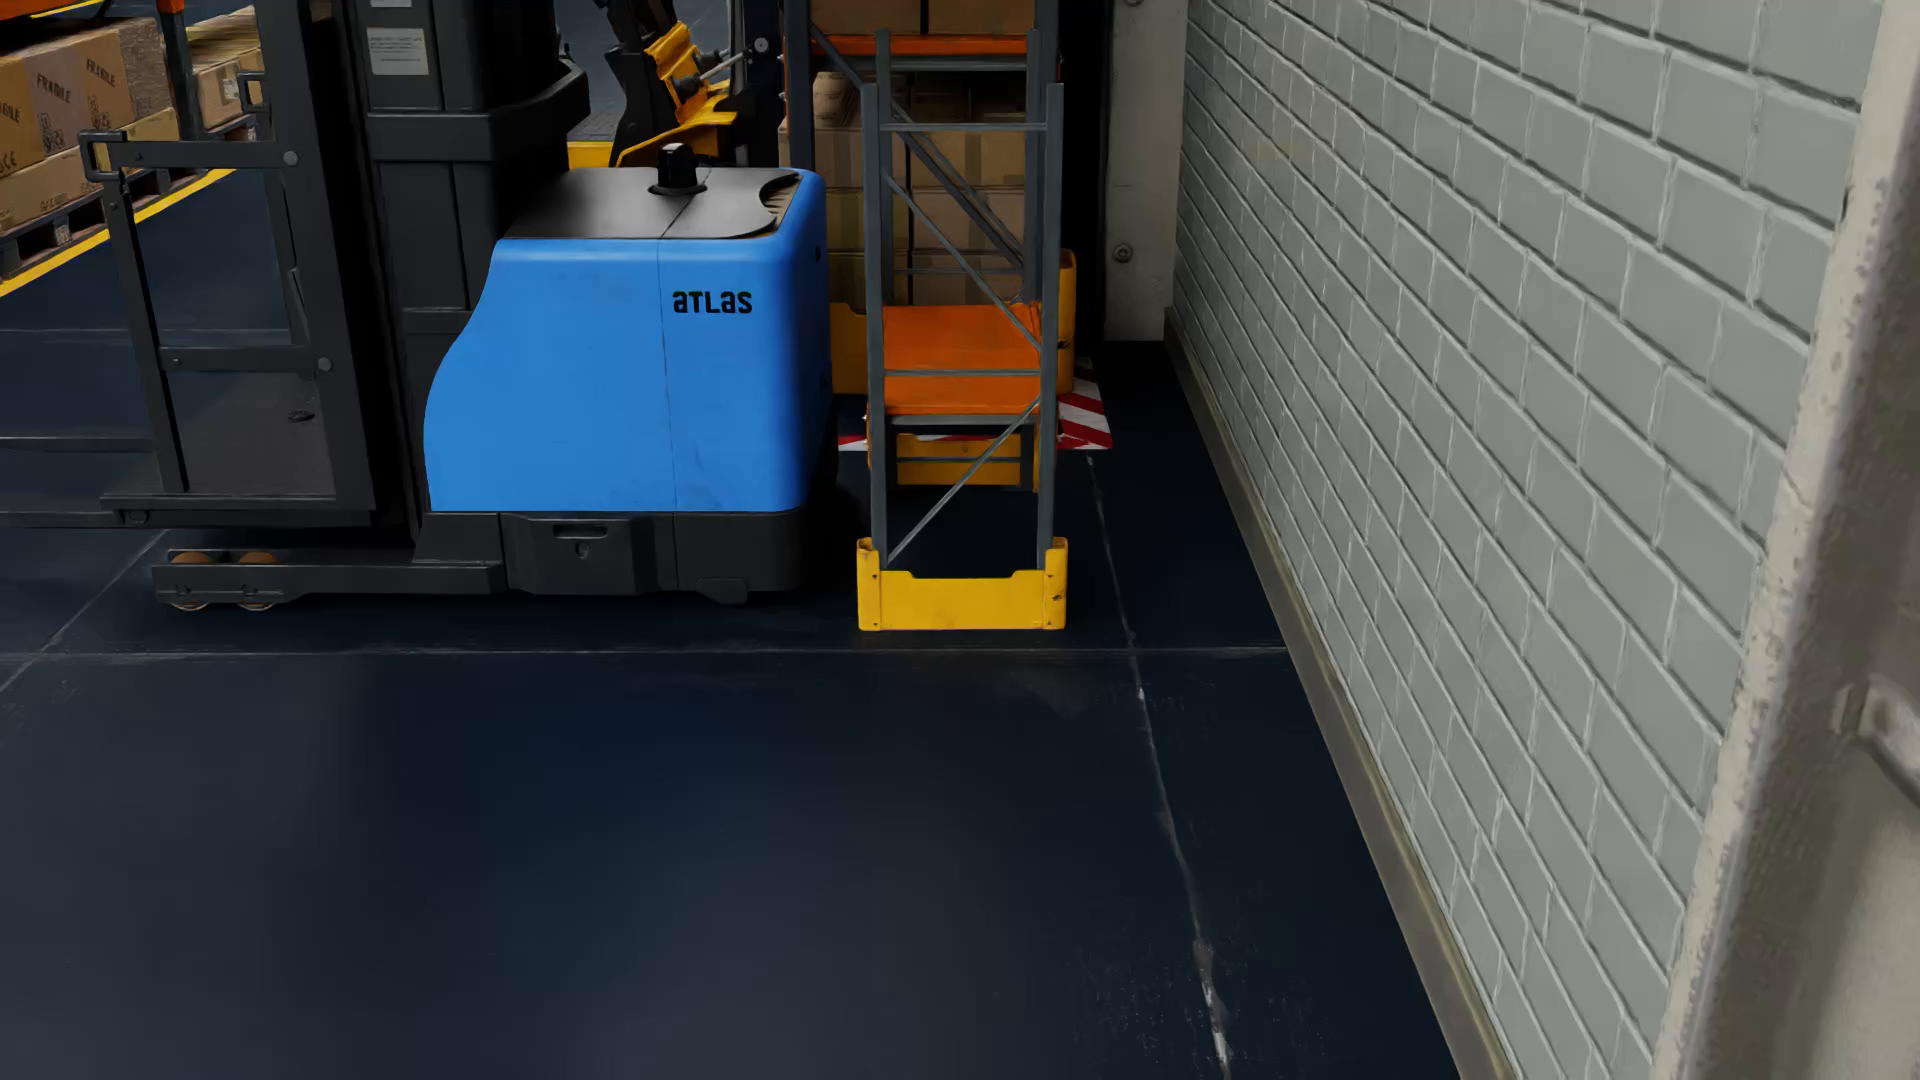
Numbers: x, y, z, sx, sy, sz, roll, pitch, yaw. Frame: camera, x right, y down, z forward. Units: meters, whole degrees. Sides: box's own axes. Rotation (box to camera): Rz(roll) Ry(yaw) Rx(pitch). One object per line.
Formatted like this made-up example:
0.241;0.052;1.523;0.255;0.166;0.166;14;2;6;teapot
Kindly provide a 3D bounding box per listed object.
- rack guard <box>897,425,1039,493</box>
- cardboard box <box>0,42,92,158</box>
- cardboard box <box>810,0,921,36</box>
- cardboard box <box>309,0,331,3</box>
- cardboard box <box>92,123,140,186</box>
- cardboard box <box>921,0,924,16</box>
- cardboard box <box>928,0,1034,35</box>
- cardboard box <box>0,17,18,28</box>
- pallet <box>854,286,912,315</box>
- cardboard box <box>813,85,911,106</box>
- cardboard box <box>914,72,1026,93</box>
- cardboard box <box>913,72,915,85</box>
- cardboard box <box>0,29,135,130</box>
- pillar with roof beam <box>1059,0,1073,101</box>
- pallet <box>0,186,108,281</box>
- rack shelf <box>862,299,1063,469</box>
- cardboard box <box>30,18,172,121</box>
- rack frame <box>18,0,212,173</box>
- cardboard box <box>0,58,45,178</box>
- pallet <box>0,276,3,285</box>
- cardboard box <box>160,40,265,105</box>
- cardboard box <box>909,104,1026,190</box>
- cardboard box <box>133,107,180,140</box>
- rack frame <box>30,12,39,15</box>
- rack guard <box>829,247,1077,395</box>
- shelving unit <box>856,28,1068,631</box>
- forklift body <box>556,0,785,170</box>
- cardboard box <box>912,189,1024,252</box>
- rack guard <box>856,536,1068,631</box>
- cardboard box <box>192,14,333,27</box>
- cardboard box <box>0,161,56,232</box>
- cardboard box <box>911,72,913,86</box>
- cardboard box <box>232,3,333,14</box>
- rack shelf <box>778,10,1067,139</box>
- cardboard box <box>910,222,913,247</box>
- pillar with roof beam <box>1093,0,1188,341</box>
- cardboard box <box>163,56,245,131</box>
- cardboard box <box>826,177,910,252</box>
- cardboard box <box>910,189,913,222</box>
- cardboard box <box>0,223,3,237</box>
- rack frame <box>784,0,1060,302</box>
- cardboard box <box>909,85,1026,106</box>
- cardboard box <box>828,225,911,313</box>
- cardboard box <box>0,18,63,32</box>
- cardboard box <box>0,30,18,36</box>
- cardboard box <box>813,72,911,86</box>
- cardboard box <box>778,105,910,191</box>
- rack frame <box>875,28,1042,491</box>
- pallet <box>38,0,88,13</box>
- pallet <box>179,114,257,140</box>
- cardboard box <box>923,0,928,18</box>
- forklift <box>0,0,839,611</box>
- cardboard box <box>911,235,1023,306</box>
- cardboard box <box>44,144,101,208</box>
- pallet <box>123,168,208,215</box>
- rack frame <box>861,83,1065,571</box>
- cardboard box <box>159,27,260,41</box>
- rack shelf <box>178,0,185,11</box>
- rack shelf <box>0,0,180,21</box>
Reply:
-0.005;-0.288;5.583;0.587;0.250;0.087;0;24;-1;rack guard
-4.858;-2.255;8.512;0.500;0.500;0.500;1;24;2;cardboard box
-0.407;-2.260;6.485;0.500;0.500;0.500;-1;24;-2;cardboard box
-5.114;-4.793;14.277;0.875;0.875;0.875;0;24;-1;cardboard box
-4.855;-2.114;9.110;0.500;0.250;0.500;-1;24;-2;cardboard box
-0.404;-2.473;6.958;0.500;0.500;0.500;0;24;1;cardboard box
0.133;-2.263;6.493;0.500;0.500;0.500;1;24;1;cardboard box
-5.469;-2.916;9.188;0.380;0.149;0.250;0;24;0;cardboard box
-0.190;-1.057;7.331;1.003;0.211;1.213;0;24;-1;pallet
-0.468;-1.805;7.215;0.500;0.250;0.500;0;24;0;cardboard box
0.041;-2.017;7.684;0.500;0.250;0.500;0;24;-1;cardboard box
-0.479;-2.438;8.615;0.500;0.250;0.500;1;24;1;cardboard box
-4.864;-2.465;8.977;0.500;0.500;0.500;0;24;0;cardboard box
-3.616;-7.490;10.890;9.100;9.000;0.400;0;24;-1;pillar with roof beam
-5.087;-1.586;8.500;1.003;0.211;1.213;0;24;-1;pallet
0.001;-0.484;4.937;0.538;0.185;1.000;0;24;-1;rack shelf
-4.872;-2.674;9.440;0.500;0.500;0.500;-1;24;-1;cardboard box
-5.146;-3.637;9.651;1.000;3.000;0.127;0;24;-1;rack frame
-4.843;-2.034;8.025;0.500;0.500;0.500;0;24;0;cardboard box
-5.077;-1.084;7.391;1.003;0.211;1.213;0;24;-1;pallet
-5.166;-3.143;11.239;0.950;0.372;0.625;1;24;3;cardboard box
0.045;-1.605;6.773;0.500;0.250;0.500;-1;24;-1;cardboard box
-4.871;-2.333;9.595;0.500;0.250;0.500;1;24;2;cardboard box
-10.182;-6.869;16.799;1.000;3.000;0.127;0;24;-1;rack frame
-0.139;-0.864;6.553;1.175;0.500;0.348;0;24;-1;rack guard
0.001;-0.652;4.871;0.587;1.500;1.083;0;24;-1;shelving unit
-1.984;-2.399;7.944;2.313;2.155;1.214;0;24;-1;forklift body
0.063;-1.373;6.867;0.500;0.250;0.500;0;24;0;cardboard box
0.006;0.123;4.675;0.587;0.250;0.087;0;24;-1;rack guard
-5.178;-3.742;12.563;0.950;0.372;0.625;-1;24;-2;cardboard box
-4.852;-1.696;8.187;0.500;0.250;0.500;1;24;3;cardboard box
-0.481;-2.222;8.137;0.500;0.250;0.500;-1;24;-2;cardboard box
-5.194;-4.046;13.236;0.950;0.372;0.625;-2;24;-4;cardboard box
-0.161;-2.509;8.030;1.077;0.370;4.000;0;24;-1;rack shelf
-0.456;-1.348;7.418;0.500;0.250;0.500;0;24;-1;cardboard box
-3.550;-5.017;5.424;9.100;9.000;0.400;0;24;-1;pillar with roof beam
-5.155;-2.847;10.584;0.950;0.372;0.625;0;24;0;cardboard box
-0.457;-1.378;6.877;0.500;0.250;0.500;-1;24;-1;cardboard box
-0.452;-1.585;7.334;0.500;0.250;0.500;0;24;-1;cardboard box
-4.833;-1.471;7.690;0.500;0.250;0.500;1;24;1;cardboard box
-0.139;-2.012;6.060;1.000;3.000;0.127;0;24;-1;rack frame
0.036;-1.811;7.229;0.500;0.250;0.500;0;24;0;cardboard box
-0.460;-1.143;6.965;0.500;0.250;0.500;0;24;0;cardboard box
-5.410;-2.673;9.437;0.500;0.500;0.500;1;24;2;cardboard box
-5.392;-2.452;8.949;0.500;0.500;0.500;1;24;2;cardboard box
-0.483;-2.013;7.675;0.500;0.250;0.500;0;24;0;cardboard box
-0.456;-1.595;6.750;0.500;0.250;0.500;1;24;1;cardboard box
-0.005;-0.858;5.326;0.500;1.500;0.032;0;24;-1;rack frame
-10.225;-5.876;17.985;1.003;0.211;1.213;0;24;-1;pallet
-5.156;-2.687;10.935;1.003;0.211;1.213;0;24;-1;pallet
0.105;-2.478;6.968;0.500;0.500;0.500;0;24;1;cardboard box
-1.931;-1.348;4.674;3.031;2.935;1.130;0;24;1;forklift
0.051;-1.154;6.989;0.500;0.250;0.500;0;24;0;cardboard box
-4.854;-1.904;8.647;0.500;0.250;0.500;0;24;0;cardboard box
-5.104;-2.090;9.614;1.003;0.211;1.213;0;24;-1;pallet
0.006;-0.439;4.400;0.500;1.500;0.032;0;24;-1;rack frame
-5.175;-3.430;11.873;0.950;0.372;0.625;1;24;1;cardboard box
-5.168;-4.133;11.622;1.077;0.370;4.000;0;24;-1;rack shelf
-5.125;-2.485;7.977;1.077;0.370;4.000;0;24;-1;rack shelf
